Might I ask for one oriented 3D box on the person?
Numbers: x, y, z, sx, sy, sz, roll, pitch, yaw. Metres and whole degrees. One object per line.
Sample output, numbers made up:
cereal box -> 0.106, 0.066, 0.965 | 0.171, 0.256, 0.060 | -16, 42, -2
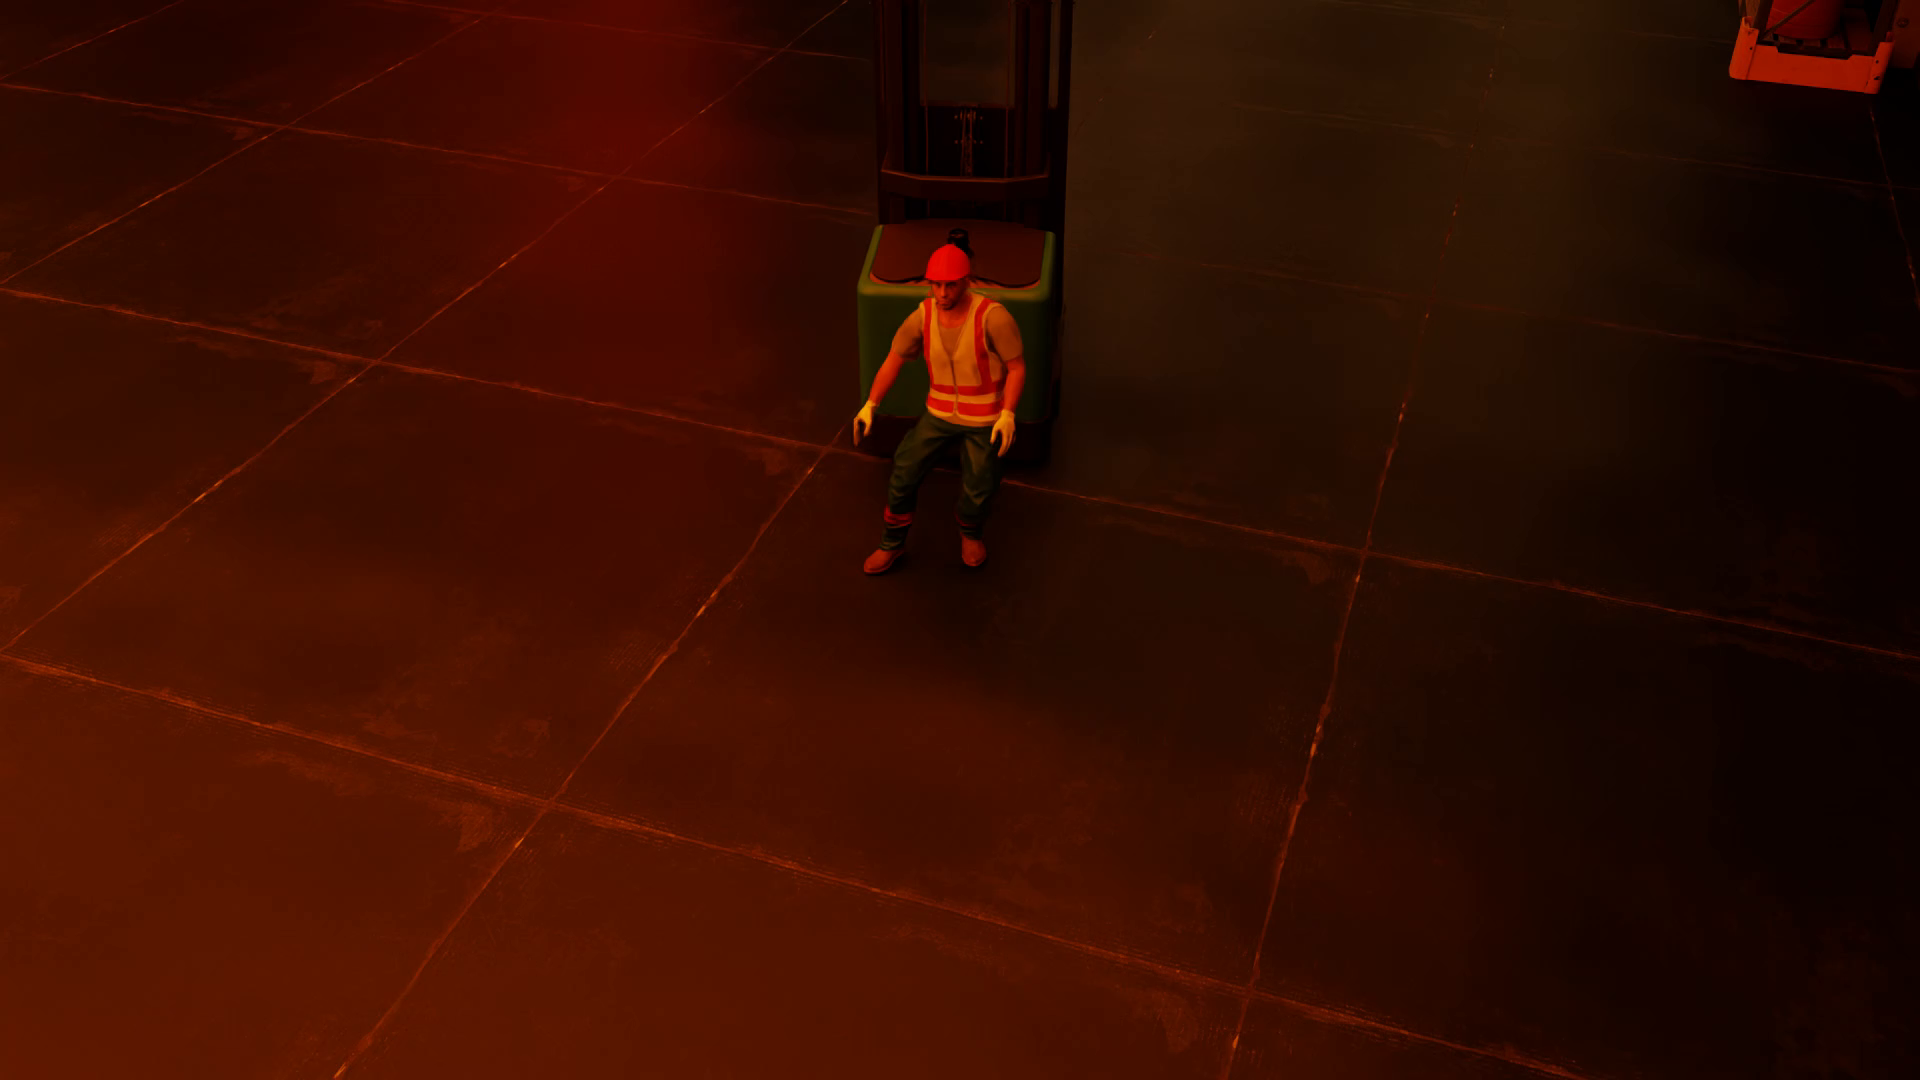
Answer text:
person -> -0.091, -0.589, 8.012 | 0.806, 1.700, 0.570 | 12, 37, 17

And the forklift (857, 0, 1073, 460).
forklift -> 0.090, -2.469, 9.593 | 1.130, 2.935, 3.031 | 3, 35, 4
